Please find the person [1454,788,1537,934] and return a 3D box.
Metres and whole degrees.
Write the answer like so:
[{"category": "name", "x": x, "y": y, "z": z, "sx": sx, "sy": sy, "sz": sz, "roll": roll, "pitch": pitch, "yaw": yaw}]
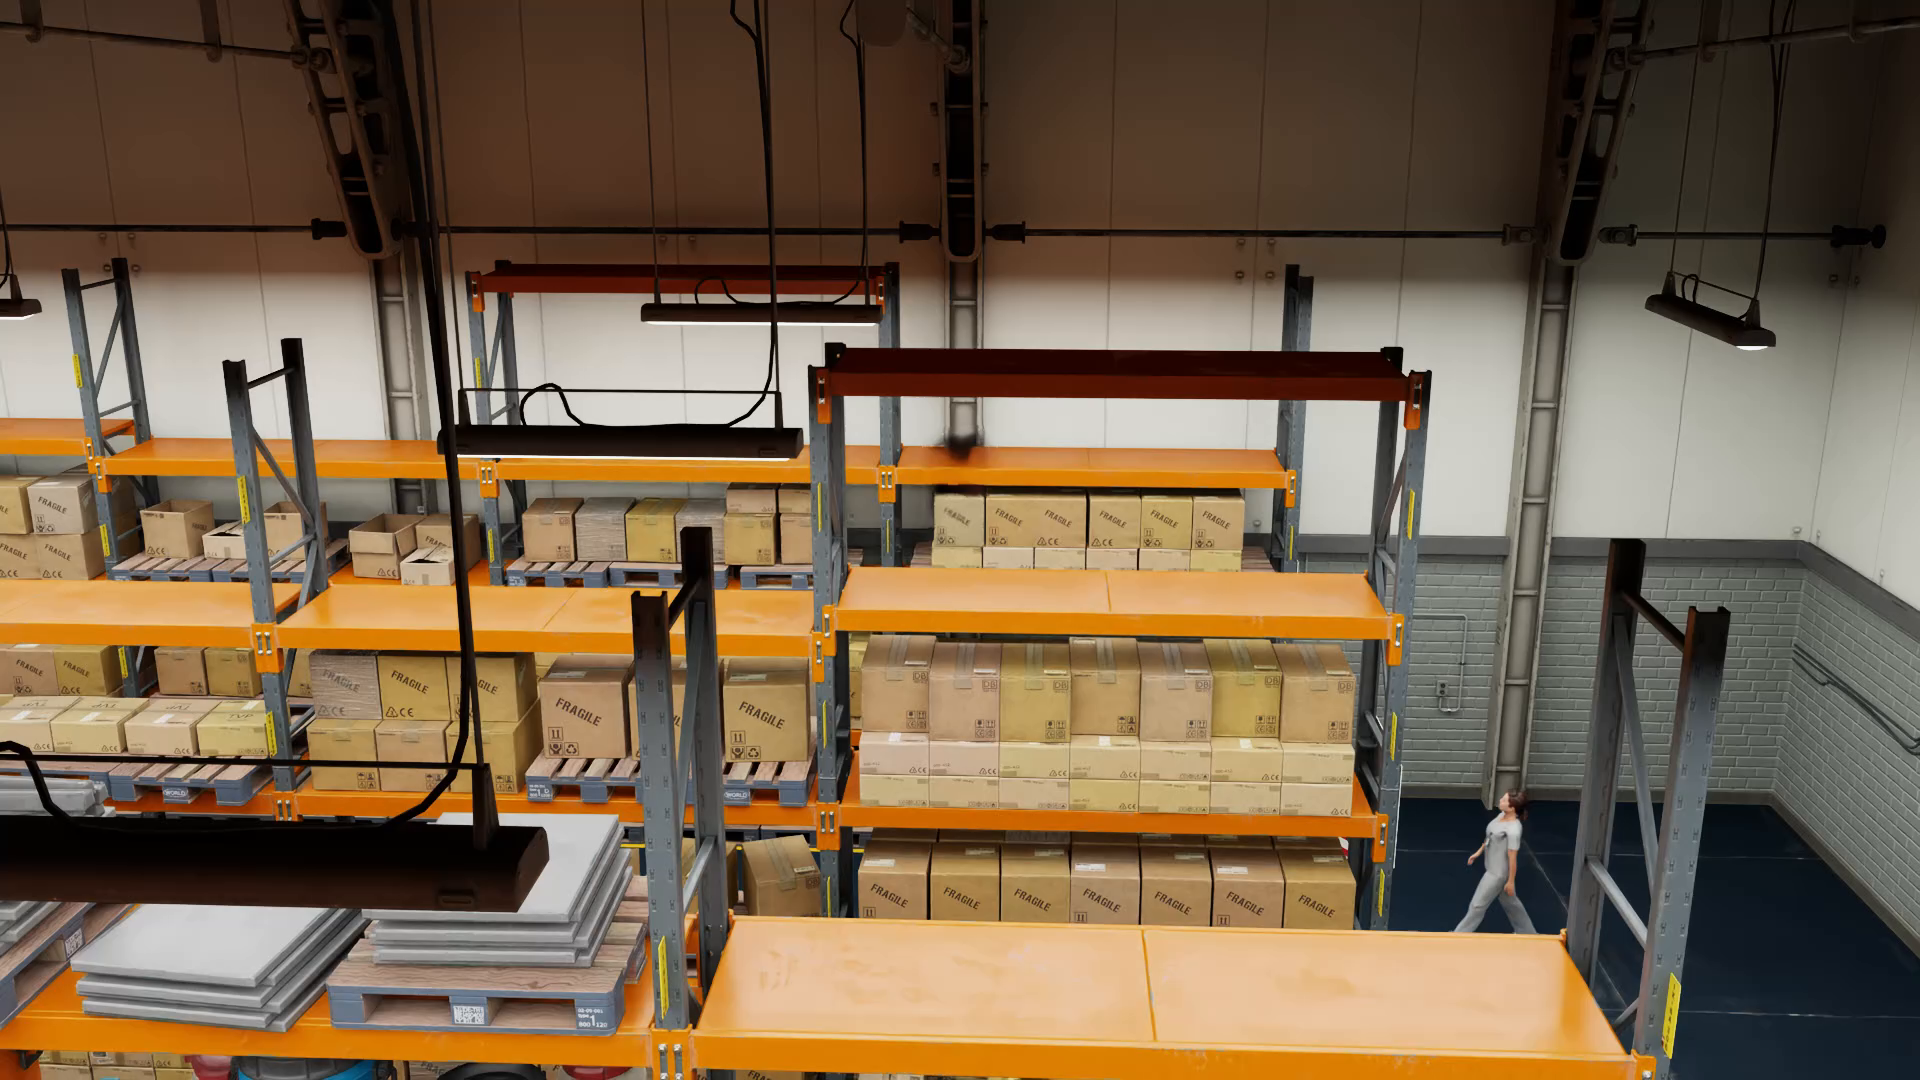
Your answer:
[{"category": "person", "x": 4.887, "y": 3.015, "z": 15.276, "sx": 1.001, "sy": 1.618, "sz": 0.513, "roll": 1, "pitch": 16, "yaw": 3}]
